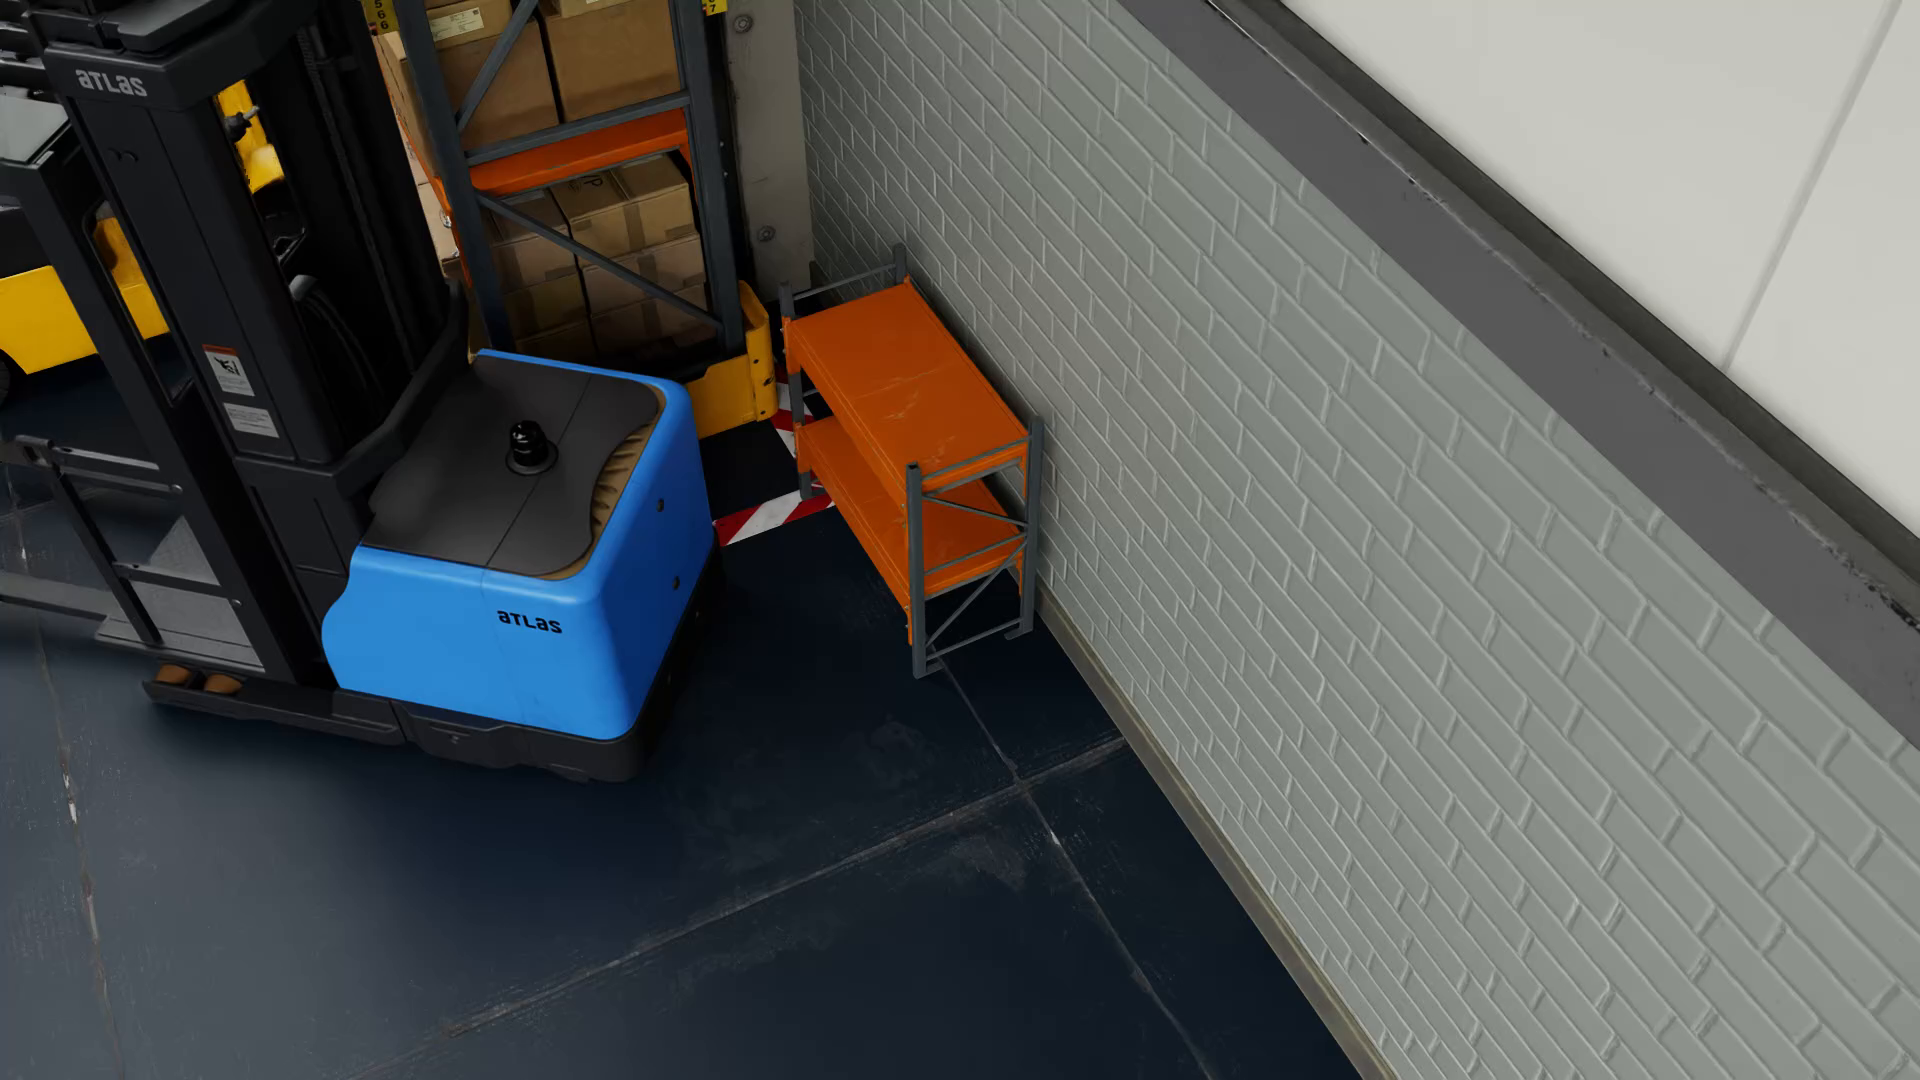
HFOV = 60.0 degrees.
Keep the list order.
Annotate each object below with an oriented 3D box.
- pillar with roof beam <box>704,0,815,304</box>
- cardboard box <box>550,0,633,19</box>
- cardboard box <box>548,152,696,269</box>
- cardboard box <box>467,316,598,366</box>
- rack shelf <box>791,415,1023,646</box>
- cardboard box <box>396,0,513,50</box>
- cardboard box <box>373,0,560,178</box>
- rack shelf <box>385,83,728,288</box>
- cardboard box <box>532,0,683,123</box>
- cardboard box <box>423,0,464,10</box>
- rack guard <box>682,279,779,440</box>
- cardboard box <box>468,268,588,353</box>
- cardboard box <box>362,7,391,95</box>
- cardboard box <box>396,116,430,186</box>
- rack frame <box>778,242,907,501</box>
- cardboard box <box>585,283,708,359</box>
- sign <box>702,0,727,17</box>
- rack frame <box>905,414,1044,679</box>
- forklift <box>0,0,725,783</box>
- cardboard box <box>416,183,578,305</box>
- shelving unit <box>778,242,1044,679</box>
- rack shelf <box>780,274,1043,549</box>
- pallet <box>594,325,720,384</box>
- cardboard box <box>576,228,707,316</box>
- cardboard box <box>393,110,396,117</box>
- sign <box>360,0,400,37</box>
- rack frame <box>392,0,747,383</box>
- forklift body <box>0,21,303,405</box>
[{"bbox_3d":[-4.708,-2.733,3.054,9.100,9.000,0.400,-21,52,-18],"label":"pillar with roof beam"},{"bbox_3d":[-1.288,-2.027,5.925,0.380,0.149,0.250,-22,53,-18],"label":"cardboard box"},{"bbox_3d":[-1.415,-1.413,6.769,0.500,0.250,0.500,-22,52,-18],"label":"cardboard box"},{"bbox_3d":[-1.859,-0.903,6.987,0.500,0.250,0.500,-21,52,-17],"label":"cardboard box"},{"bbox_3d":[-0.187,-0.127,6.331,0.538,0.278,1.000,-22,52,-18],"label":"rack shelf"},{"bbox_3d":[-1.771,-1.846,5.767,0.380,0.149,0.250,-20,52,-17],"label":"cardboard box"},{"bbox_3d":[-1.822,-1.736,6.102,0.500,0.500,0.500,-22,52,-18],"label":"cardboard box"},{"bbox_3d":[-2.278,-2.566,7.372,1.077,0.370,4.000,-21,52,-18],"label":"rack shelf"},{"bbox_3d":[-1.343,-1.924,6.266,0.500,0.500,0.500,-20,52,-16],"label":"cardboard box"},{"bbox_3d":[-1.714,-1.976,5.683,0.380,0.149,0.250,-21,52,-17],"label":"cardboard box"},{"bbox_3d":[-1.352,-0.625,6.857,1.175,0.500,0.348,-21,52,-18],"label":"rack guard"},{"bbox_3d":[-1.864,-1.080,6.810,0.500,0.250,0.500,-22,52,-18],"label":"cardboard box"},{"bbox_3d":[-2.051,-2.086,6.408,0.500,0.500,0.500,-20,52,-16],"label":"cardboard box"},{"bbox_3d":[-2.090,-1.567,6.904,0.500,0.250,0.500,-20,52,-17],"label":"cardboard box"},{"bbox_3d":[-0.426,-0.626,6.442,0.500,1.125,0.032,-22,52,-18],"label":"rack frame"},{"bbox_3d":[-1.414,-1.093,7.154,0.500,0.250,0.500,-21,52,-17],"label":"cardboard box"},{"bbox_3d":[-0.867,-1.962,5.738,0.100,0.325,0.005,-21,52,-18],"label":"sign"},{"bbox_3d":[0.051,0.050,5.851,0.500,1.125,0.032,-22,52,-18],"label":"rack frame"},{"bbox_3d":[-2.478,-0.698,5.306,3.031,2.935,1.130,10,50,9],"label":"forklift"},{"bbox_3d":[-1.851,-1.227,6.606,0.500,0.250,0.500,-20,52,-16],"label":"cardboard box"},{"bbox_3d":[-0.187,-0.288,6.147,0.538,1.125,1.048,-22,52,-18],"label":"shelving unit"},{"bbox_3d":[-0.187,-0.480,5.927,0.538,0.278,1.000,-22,52,-18],"label":"rack shelf"},{"bbox_3d":[-1.750,-1.043,7.415,1.003,0.211,1.213,-21,52,-18],"label":"pallet"},{"bbox_3d":[-1.394,-1.248,6.957,0.500,0.250,0.500,-20,52,-17],"label":"cardboard box"},{"bbox_3d":[-2.330,-1.901,7.196,0.500,0.250,0.500,-21,52,-17],"label":"cardboard box"},{"bbox_3d":[-1.852,-1.746,5.250,0.100,0.325,0.005,-21,52,-18],"label":"sign"},{"bbox_3d":[-1.363,-1.464,5.930,1.000,3.000,0.127,-21,52,-18],"label":"rack frame"},{"bbox_3d":[-3.853,-1.825,6.810,2.313,2.155,1.214,-21,52,-18],"label":"forklift body"}]
